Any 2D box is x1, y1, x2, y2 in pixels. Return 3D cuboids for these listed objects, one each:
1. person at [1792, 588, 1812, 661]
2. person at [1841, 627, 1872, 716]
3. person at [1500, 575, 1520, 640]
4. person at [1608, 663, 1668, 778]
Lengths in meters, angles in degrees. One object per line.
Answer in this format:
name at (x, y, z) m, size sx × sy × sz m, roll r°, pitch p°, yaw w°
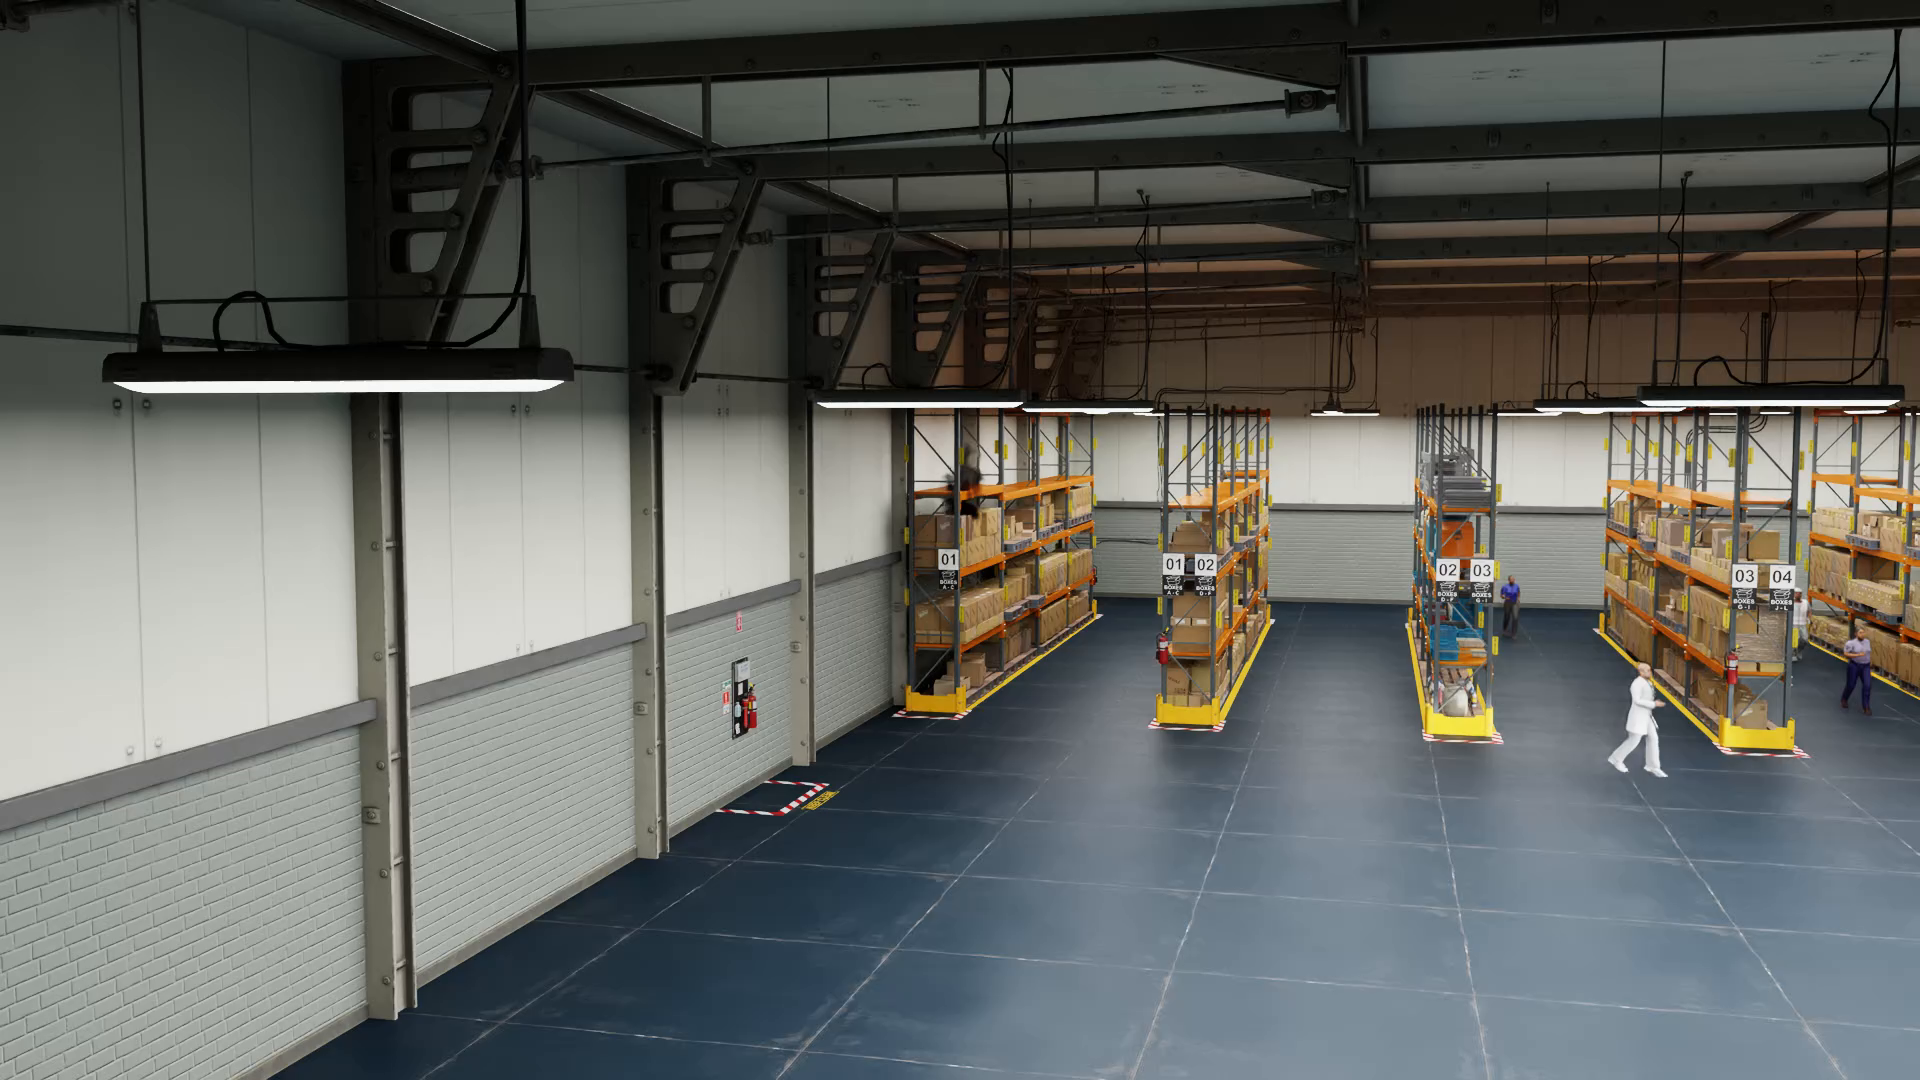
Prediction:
person at (19.704, 1.998, 39.093) m, size 0.669 × 1.736 × 0.589 m, roll 1°, pitch 4°, yaw 14°
person at (17.481, 2.528, 32.390) m, size 0.624 × 1.677 × 0.874 m, roll 0°, pitch 4°, yaw 4°
person at (14.379, 1.743, 43.486) m, size 0.561 × 1.688 × 0.894 m, roll 0°, pitch 4°, yaw 4°
person at (10.919, 2.885, 26.736) m, size 0.903 × 1.834 × 0.736 m, roll 3°, pitch 5°, yaw 39°
